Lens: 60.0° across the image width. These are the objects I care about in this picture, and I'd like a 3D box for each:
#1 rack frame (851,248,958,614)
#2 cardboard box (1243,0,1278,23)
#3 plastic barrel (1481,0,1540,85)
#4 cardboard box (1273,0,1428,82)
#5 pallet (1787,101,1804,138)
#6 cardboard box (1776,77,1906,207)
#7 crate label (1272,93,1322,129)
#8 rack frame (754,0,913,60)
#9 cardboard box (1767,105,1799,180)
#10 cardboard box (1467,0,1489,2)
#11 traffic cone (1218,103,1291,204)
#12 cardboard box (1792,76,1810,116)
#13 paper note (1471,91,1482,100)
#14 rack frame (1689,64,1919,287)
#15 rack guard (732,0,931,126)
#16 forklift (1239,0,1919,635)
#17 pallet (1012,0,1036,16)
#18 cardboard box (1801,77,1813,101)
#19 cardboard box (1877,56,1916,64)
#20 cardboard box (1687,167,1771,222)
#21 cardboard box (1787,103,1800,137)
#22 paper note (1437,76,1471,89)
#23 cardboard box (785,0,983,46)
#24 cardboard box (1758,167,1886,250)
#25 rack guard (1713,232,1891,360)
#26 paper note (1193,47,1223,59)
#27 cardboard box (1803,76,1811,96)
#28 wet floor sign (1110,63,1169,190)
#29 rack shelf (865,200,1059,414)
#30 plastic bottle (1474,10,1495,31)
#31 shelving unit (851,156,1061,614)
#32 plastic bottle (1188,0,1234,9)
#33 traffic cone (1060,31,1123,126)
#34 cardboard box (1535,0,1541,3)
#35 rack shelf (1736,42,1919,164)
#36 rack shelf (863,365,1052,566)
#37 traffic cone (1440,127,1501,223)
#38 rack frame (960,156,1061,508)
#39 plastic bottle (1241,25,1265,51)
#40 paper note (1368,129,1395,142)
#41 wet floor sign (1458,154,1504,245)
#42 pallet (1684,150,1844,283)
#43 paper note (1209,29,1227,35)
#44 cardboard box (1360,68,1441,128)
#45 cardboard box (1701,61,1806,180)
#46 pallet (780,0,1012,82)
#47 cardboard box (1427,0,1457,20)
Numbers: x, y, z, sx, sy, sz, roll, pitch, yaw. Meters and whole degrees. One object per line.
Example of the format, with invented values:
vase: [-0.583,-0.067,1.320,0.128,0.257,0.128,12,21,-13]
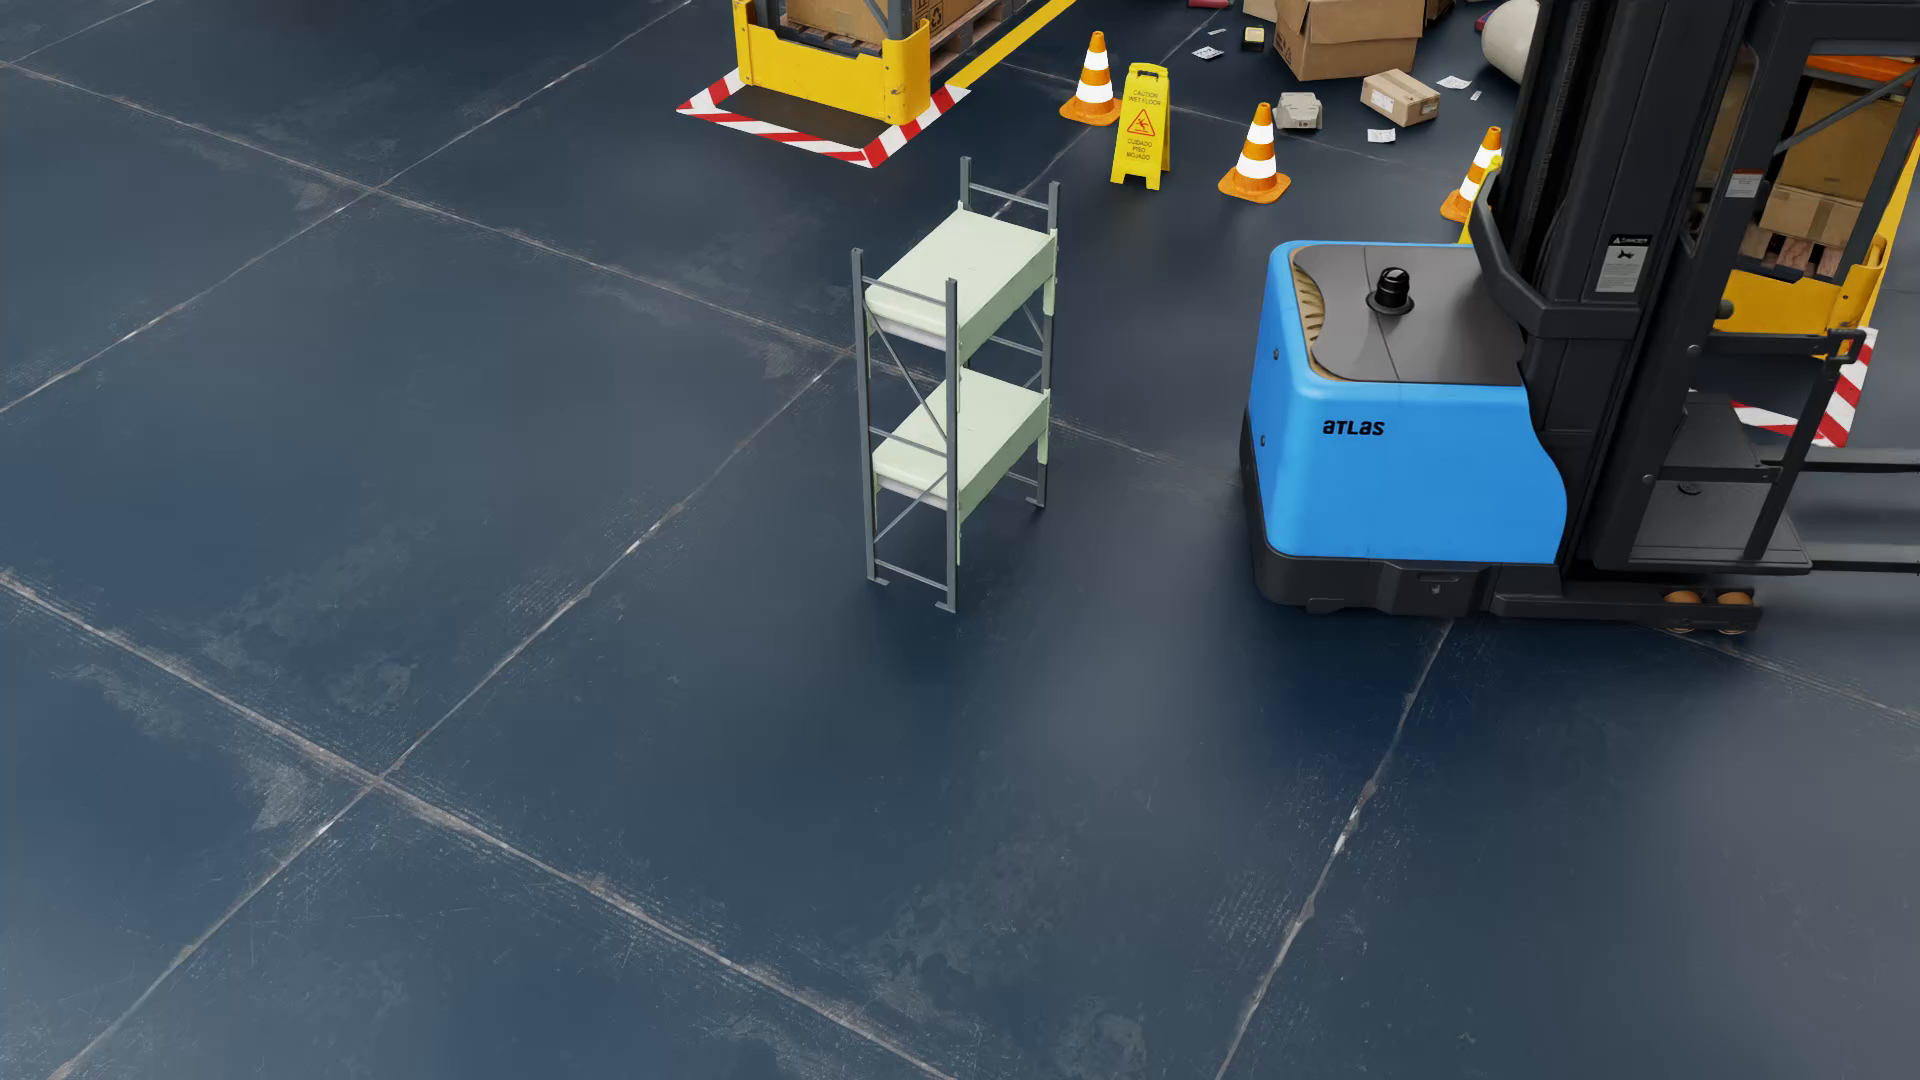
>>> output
rack frame: [-0.186,-0.350,6.012,0.400,1.500,0.023,21,45,22]
cardboard box: [2.010,-3.432,10.446,0.396,0.266,0.258,29,49,29]
plastic barrel: [3.333,-2.898,9.721,0.421,0.421,0.512,-14,43,-15]
cardboard box: [2.297,-3.088,9.876,0.797,0.503,0.637,-7,42,-7]
pallet: [4.696,-2.328,9.234,1.003,0.211,1.213,21,45,22]
cardboard box: [4.264,-1.973,7.917,0.500,0.500,0.500,19,45,21]
crate label: [1.917,-2.424,9.398,0.250,0.136,0.298,0,41,0]
rack frame: [-0.726,-3.762,8.752,1.000,3.000,0.127,21,45,22]
cardboard box: [4.047,-2.153,8.688,0.500,0.250,0.500,21,46,22]
cardboard box: [3.346,-3.689,10.738,0.258,0.266,0.396,-7,42,-7]
traffic cone: [1.577,-2.075,8.757,0.336,0.463,0.334,21,45,22]
cardboard box: [4.043,-2.434,8.439,0.500,0.500,0.500,23,46,24]
paper note: [3.006,-2.589,9.682,0.032,0.001,0.123,21,45,22]
rack frame: [3.610,-2.182,6.958,1.000,3.000,0.127,21,45,22]
rack guard: [-0.738,-2.810,9.562,1.175,0.500,0.348,21,45,22]
forklift: [2.681,-1.102,5.783,3.031,2.935,1.130,2,41,2]
pallet: [0.217,-3.894,11.012,1.003,0.211,1.213,21,45,22]
cardboard box: [4.562,-2.735,9.349,0.500,0.250,0.500,20,45,22]
cardboard box: [3.959,-2.214,7.184,0.380,0.149,0.250,21,46,22]
cardboard box: [3.793,-1.873,8.370,0.500,0.250,0.500,21,45,22]
cardboard box: [4.305,-2.455,9.030,0.500,0.250,0.500,19,45,21]
paper note: [2.914,-2.699,9.801,0.142,0.019,0.148,-29,49,-29]
cardboard box: [-0.444,-3.532,9.781,0.875,0.875,0.875,21,46,22]
cardboard box: [4.253,-1.678,8.149,0.500,0.250,0.500,21,45,22]
rack guard: [3.648,-1.288,7.834,1.175,0.500,0.348,21,45,22]
paper note: [1.507,-2.959,10.088,0.142,0.017,0.144,-29,49,-29]
cardboard box: [4.302,-2.720,8.765,0.500,0.500,0.500,20,45,21]
wet floor sign: [0.973,-2.207,8.767,0.267,0.644,0.232,14,43,15]
rack shelf: [-0.003,-0.852,5.992,0.431,0.370,0.720,21,45,22]
plastic bottle: [3.342,-3.250,10.394,0.133,0.061,0.283,29,49,29]
shelving unit: [-0.003,-0.559,6.250,0.431,1.500,0.755,21,45,22]
plastic bottle: [1.606,-3.447,10.618,0.283,0.061,0.133,7,42,8]
traffic cone: [0.769,-2.644,9.402,0.336,0.463,0.334,21,45,22]
cardboard box: [3.897,-3.371,10.198,0.500,0.500,0.500,-14,43,-15]
rack shelf: [4.611,-3.057,8.496,1.077,0.370,4.000,21,45,22]
rack shelf: [-0.003,-0.314,6.465,0.431,0.370,0.720,21,45,22]
traffic cone: [2.708,-1.903,8.561,0.336,0.463,0.334,21,45,22]
rack frame: [0.180,-0.768,6.488,0.400,1.500,0.023,21,45,22]
plastic bottle: [1.803,-3.093,10.216,0.133,0.061,0.283,7,42,8]
paper note: [2.360,-2.267,9.301,0.148,0.019,0.142,7,42,8]
wet floor sign: [2.588,-1.544,8.015,0.232,0.644,0.267,-29,49,-29]
pallet: [4.085,-1.632,8.444,1.003,0.211,1.213,21,45,22]
paper note: [1.598,-3.157,10.328,0.123,0.001,0.032,-21,45,-22]
cardboard box: [2.517,-2.530,9.510,0.250,0.149,0.380,-21,45,-22]
cardboard box: [3.785,-2.134,8.099,0.500,0.500,0.500,21,46,22]
pallet: [-0.394,-3.198,10.222,1.003,0.211,1.213,21,45,22]
cardboard box: [2.758,-3.677,10.441,0.797,0.637,0.503,21,45,22]
